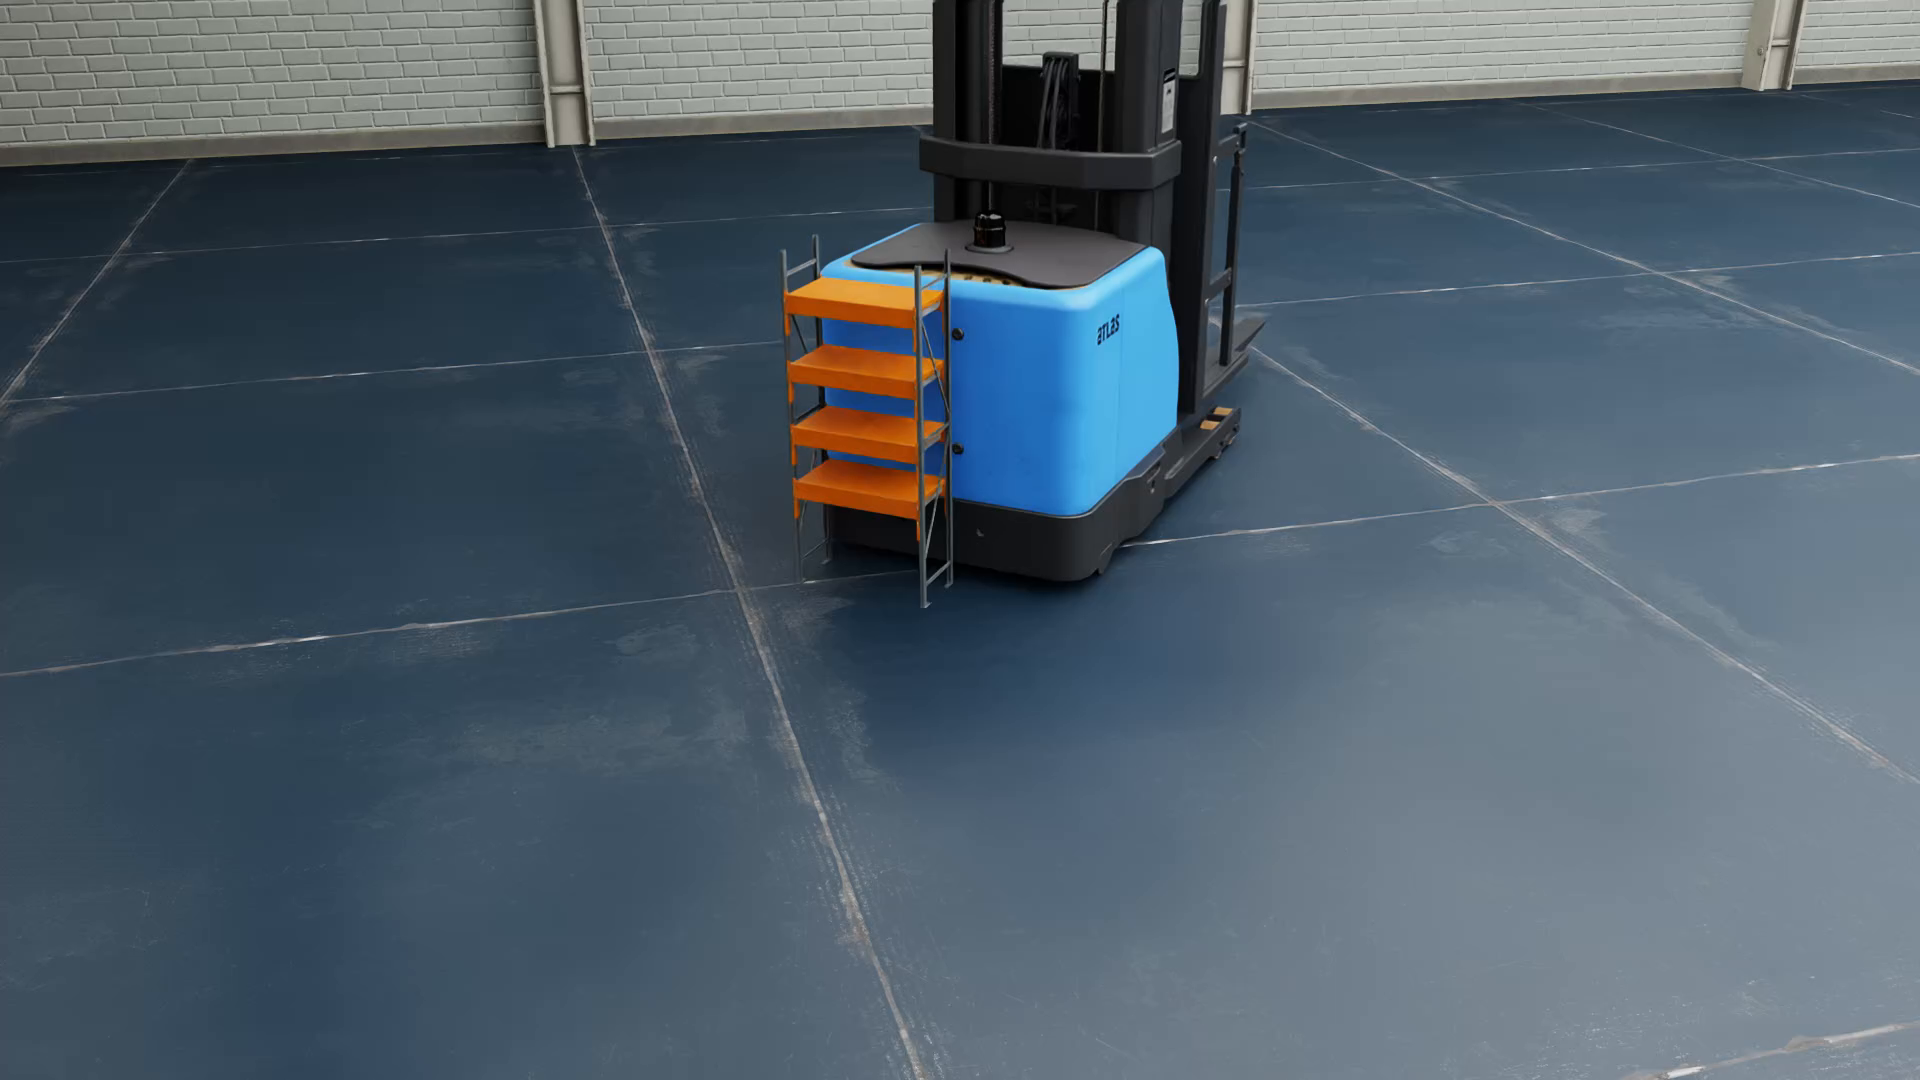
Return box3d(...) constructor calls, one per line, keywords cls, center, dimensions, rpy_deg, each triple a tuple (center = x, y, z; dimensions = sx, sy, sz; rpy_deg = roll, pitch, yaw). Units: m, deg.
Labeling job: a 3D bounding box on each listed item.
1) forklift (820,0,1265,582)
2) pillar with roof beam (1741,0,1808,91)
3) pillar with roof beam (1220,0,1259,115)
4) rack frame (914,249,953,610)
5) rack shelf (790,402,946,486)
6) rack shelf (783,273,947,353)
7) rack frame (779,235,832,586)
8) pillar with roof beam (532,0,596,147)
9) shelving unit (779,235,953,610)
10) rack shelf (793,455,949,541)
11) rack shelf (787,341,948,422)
box3d(cls="forklift", center=(0.570, -1.752, 6.615), dimensions=(1.130, 2.935, 3.031), rpy_deg=(10, 25, 23))
box3d(cls="pillar with roof beam", center=(9.421, -7.139, 11.476), dimensions=(0.400, 9.000, 9.100), rpy_deg=(-6, 24, -14))
box3d(cls="pillar with roof beam", center=(3.644, -6.500, 9.987), dimensions=(0.400, 9.000, 9.100), rpy_deg=(-6, 24, -14))
box3d(cls="rack frame", center=(-0.084, -0.353, 5.546), dimensions=(0.015, 1.200, 0.240), rpy_deg=(10, 26, 22))
box3d(cls="rack shelf", center=(-0.305, -0.332, 5.666), dimensions=(0.480, 0.148, 0.258), rpy_deg=(10, 26, 22))
box3d(cls="rack shelf", center=(-0.308, -0.752, 5.479), dimensions=(0.480, 0.148, 0.258), rpy_deg=(10, 26, 22))
box3d(cls="rack frame", center=(-0.528, -0.433, 5.732), dimensions=(0.015, 1.200, 0.240), rpy_deg=(10, 26, 22))
box3d(cls="pillar with roof beam", center=(-2.133, -5.861, 8.498), dimensions=(0.400, 9.000, 9.100), rpy_deg=(-6, 24, -14))
box3d(cls="shelving unit", center=(-0.306, -0.393, 5.639), dimensions=(0.503, 1.200, 0.258), rpy_deg=(10, 26, 22))
box3d(cls="rack shelf", center=(-0.304, -0.150, 5.747), dimensions=(0.480, 0.148, 0.258), rpy_deg=(10, 26, 22))
box3d(cls="rack shelf", center=(-0.307, -0.536, 5.575), dimensions=(0.480, 0.148, 0.258), rpy_deg=(10, 26, 22))
